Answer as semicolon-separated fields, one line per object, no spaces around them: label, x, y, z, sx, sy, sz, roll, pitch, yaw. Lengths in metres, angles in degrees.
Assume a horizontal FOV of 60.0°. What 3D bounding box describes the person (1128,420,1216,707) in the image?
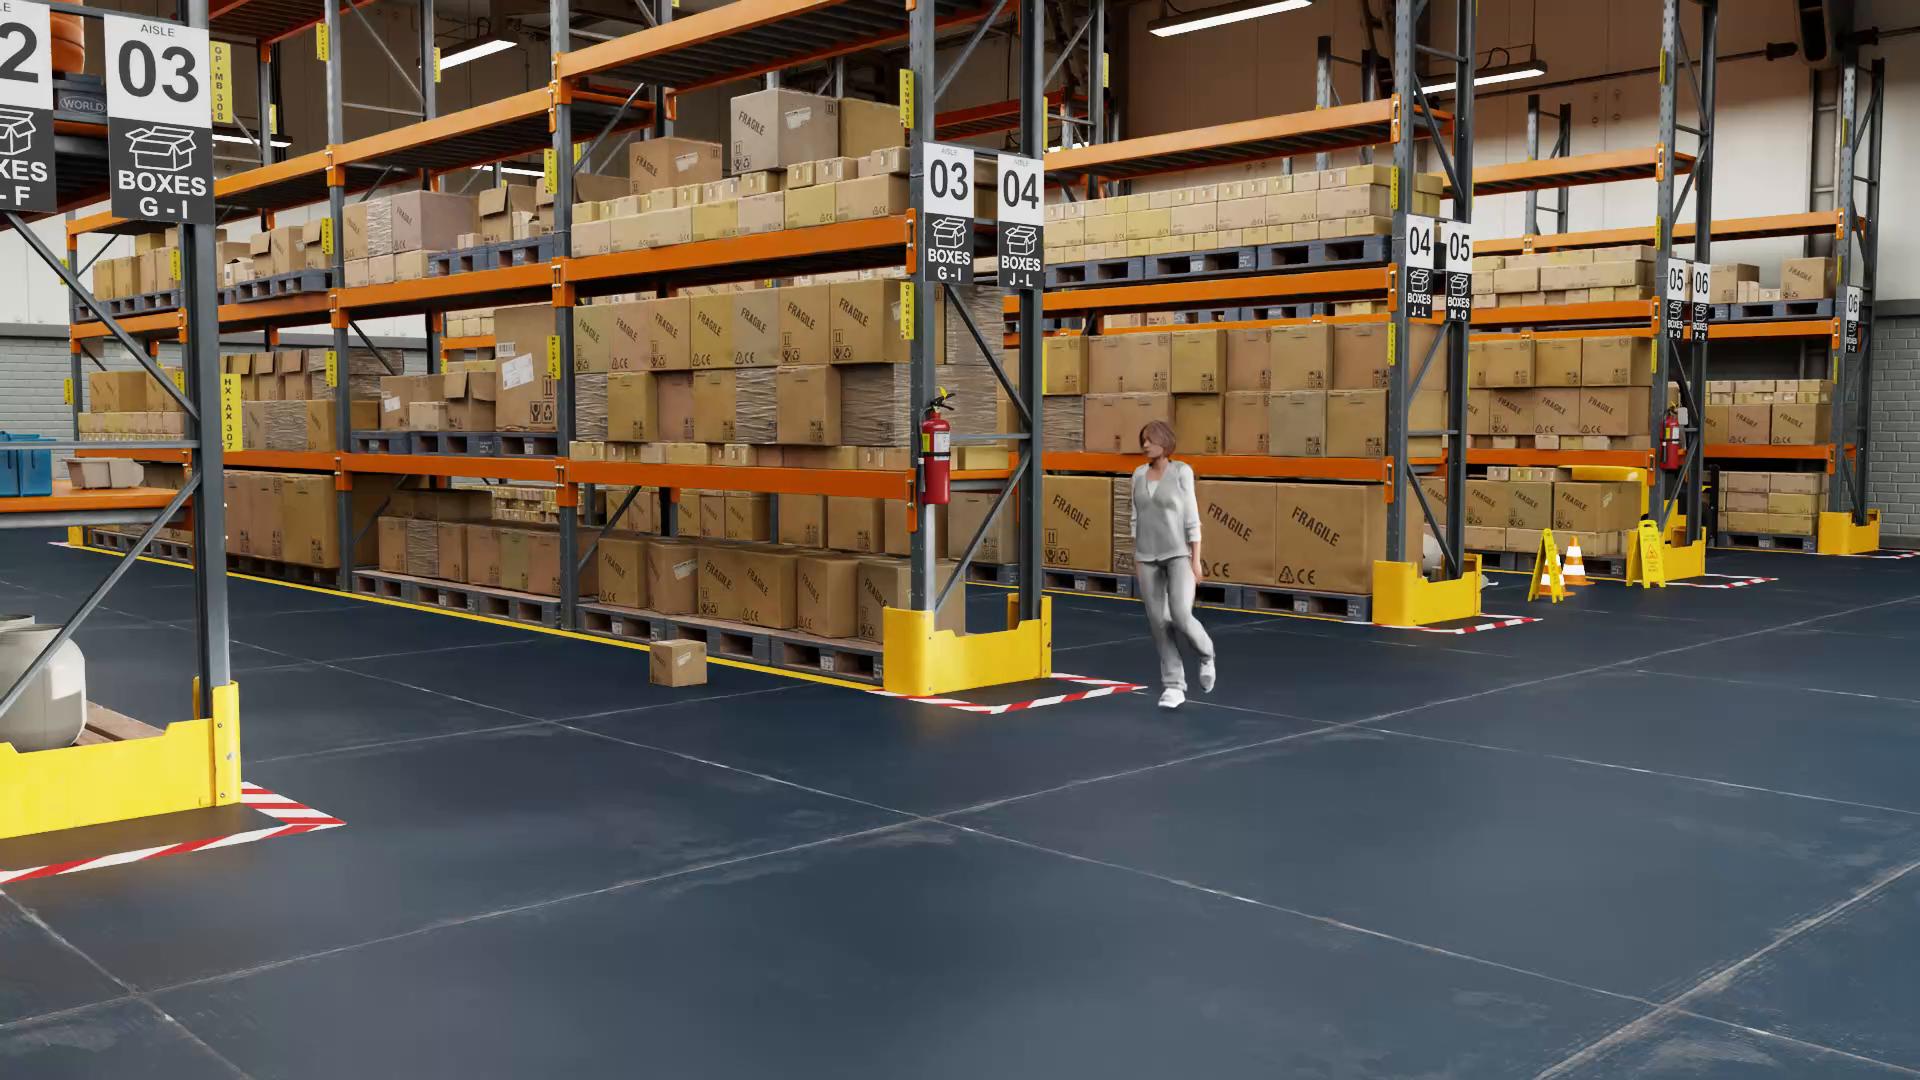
person;1.149;0.126;9.233;0.469;1.583;0.445;3;5;33
